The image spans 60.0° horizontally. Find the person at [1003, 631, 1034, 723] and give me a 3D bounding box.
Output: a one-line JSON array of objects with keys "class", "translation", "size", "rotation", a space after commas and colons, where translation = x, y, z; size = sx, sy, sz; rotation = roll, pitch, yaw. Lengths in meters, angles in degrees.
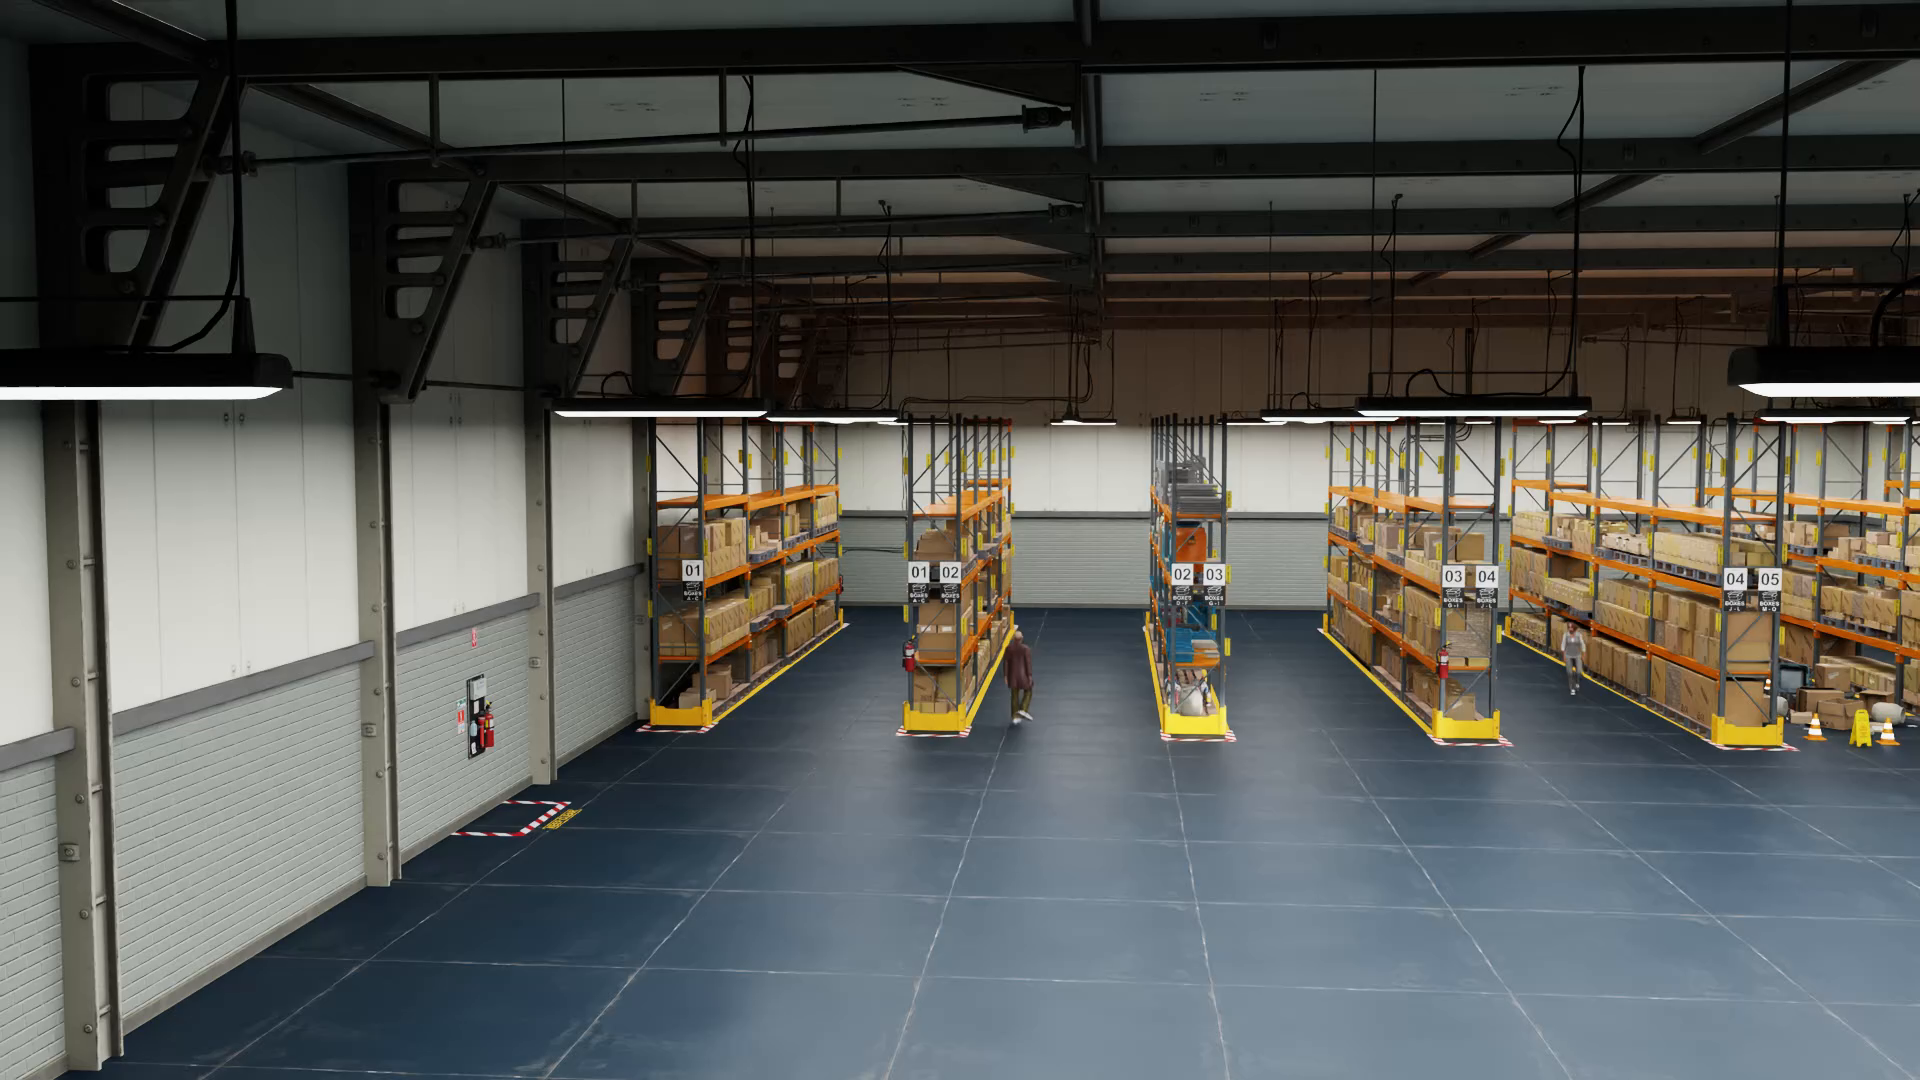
[{"class": "person", "translation": [1.133, 2.649, 32.299], "size": [0.614, 1.764, 0.551], "rotation": [1, 4, 19]}]

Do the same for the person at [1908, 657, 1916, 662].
[{"class": "person", "translation": [23.571, 2.105, 40.619], "size": [0.576, 1.789, 0.582], "rotation": [-1, 4, -19]}]

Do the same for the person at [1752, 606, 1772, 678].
[{"class": "person", "translation": [18.374, 2.318, 37.970], "size": [0.530, 1.747, 0.555], "rotation": [-1, 4, -16]}]

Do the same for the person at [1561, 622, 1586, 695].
[{"class": "person", "translation": [13.209, 2.533, 35.809], "size": [0.499, 1.578, 0.456], "rotation": [1, 4, 20]}]
